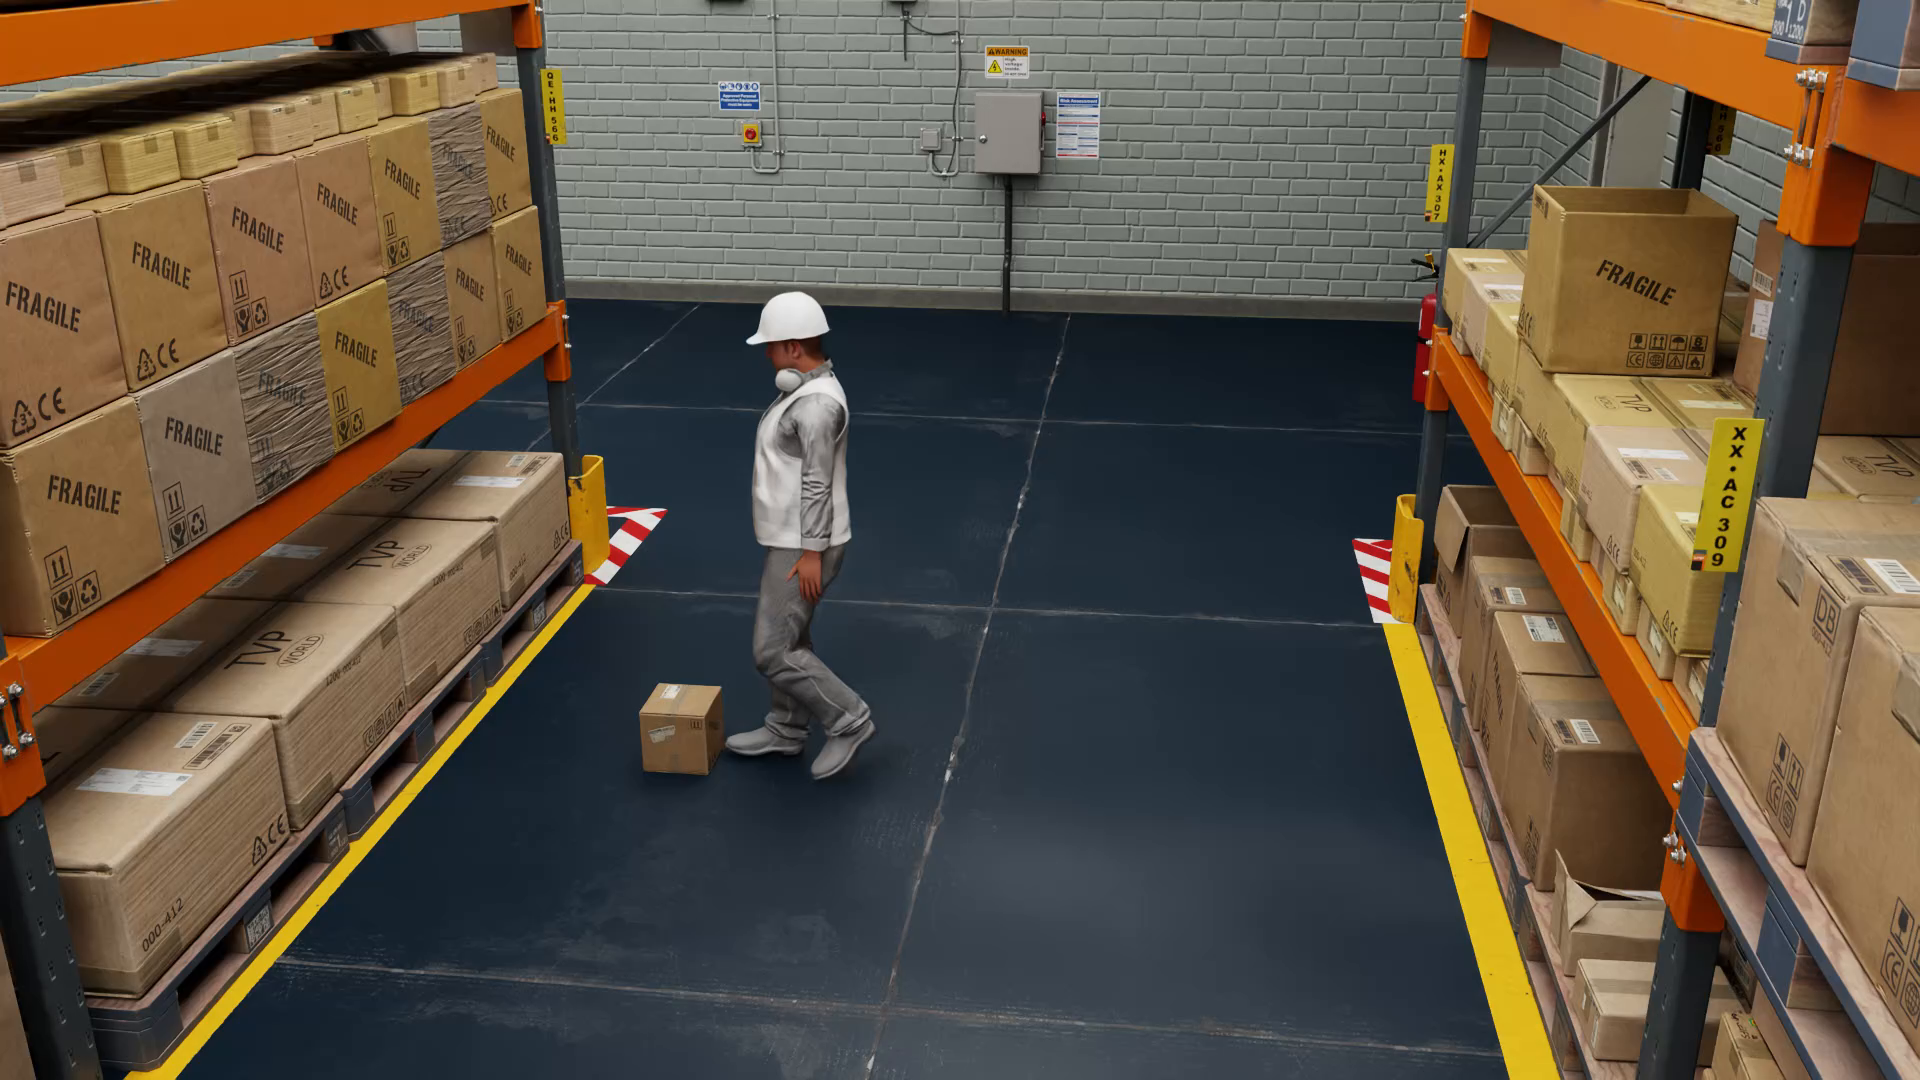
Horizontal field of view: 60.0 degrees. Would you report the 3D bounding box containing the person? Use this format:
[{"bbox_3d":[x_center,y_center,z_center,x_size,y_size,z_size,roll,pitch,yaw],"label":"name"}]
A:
[{"bbox_3d":[-0.610,-0.012,6.027,0.567,1.770,0.559,-2,21,-6],"label":"person"}]
